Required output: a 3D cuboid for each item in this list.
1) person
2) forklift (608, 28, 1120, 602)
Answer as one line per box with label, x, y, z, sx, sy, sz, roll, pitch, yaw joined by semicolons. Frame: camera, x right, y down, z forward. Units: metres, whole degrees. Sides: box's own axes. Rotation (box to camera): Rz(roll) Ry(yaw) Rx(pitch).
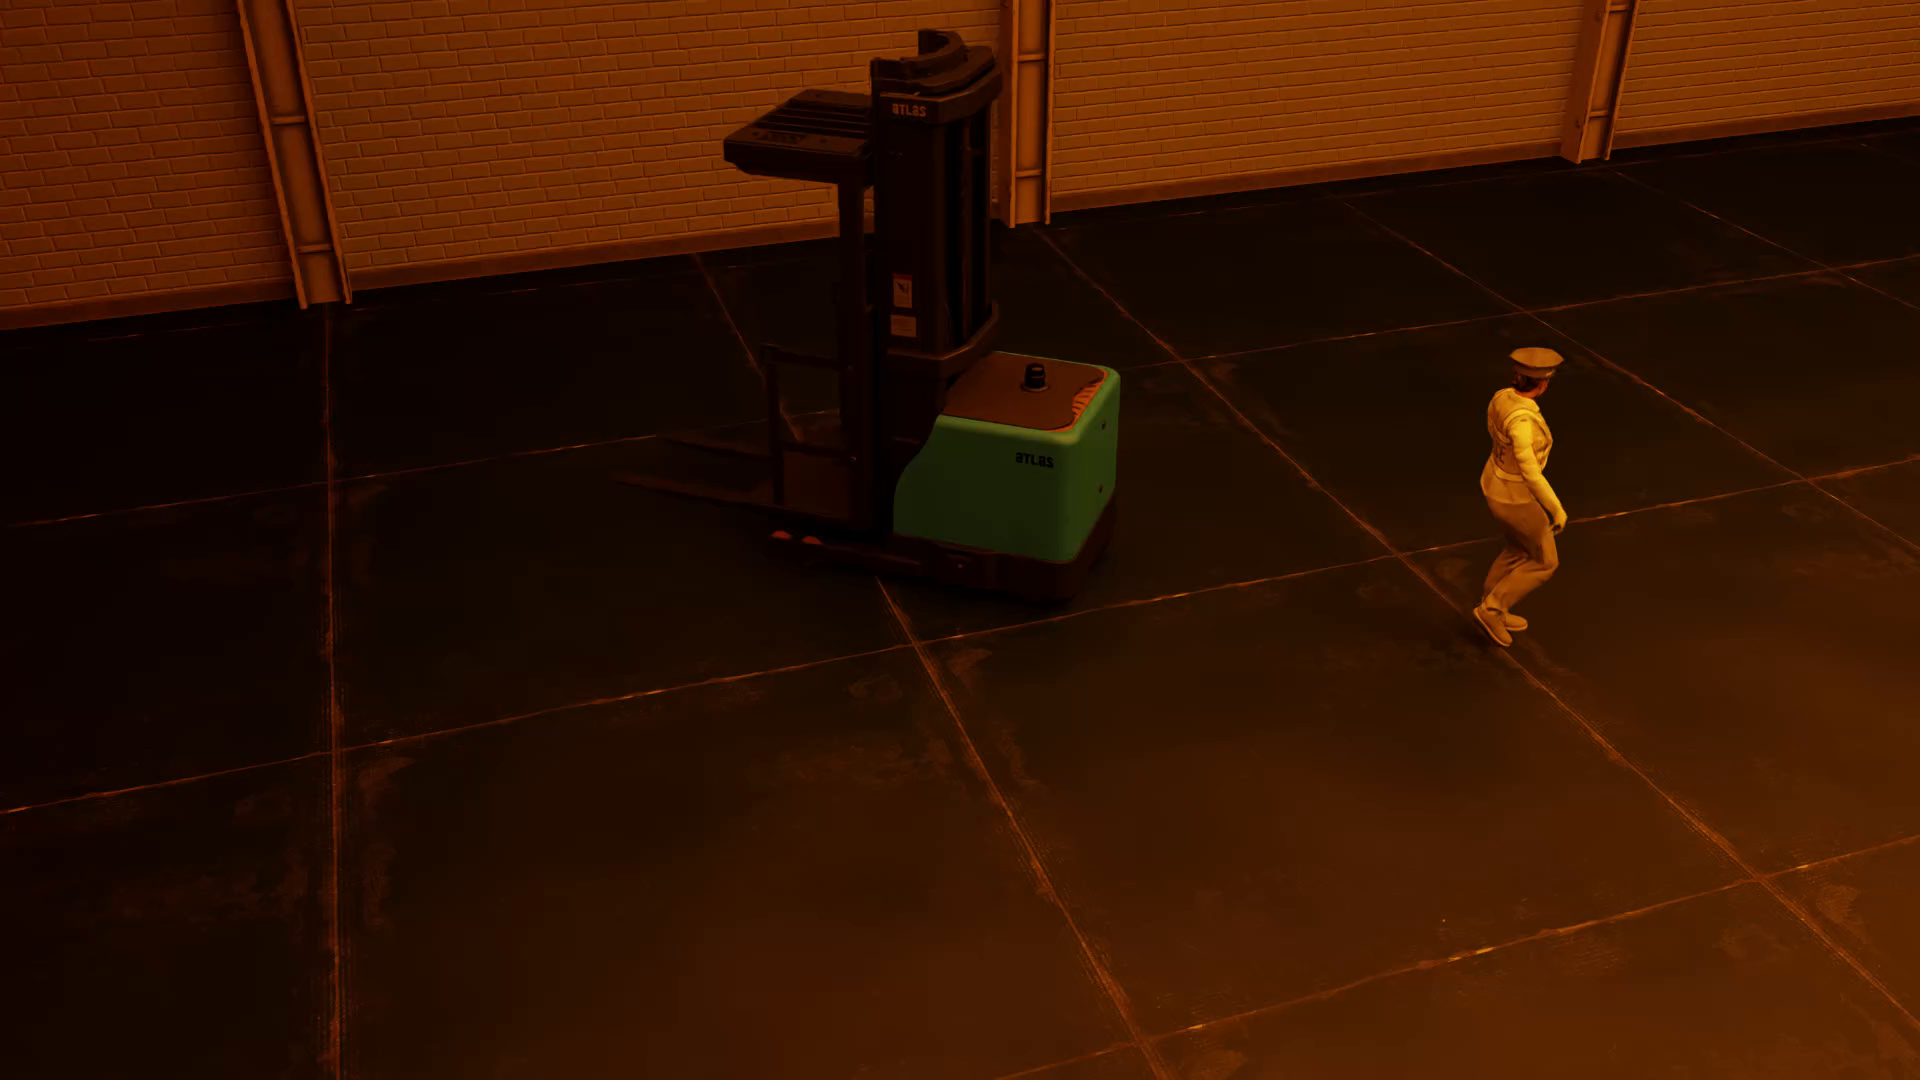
person;2.972;-0.242;8.819;0.430;1.646;0.732;4;30;7
forklift;-0.634;-1.359;9.450;3.031;2.935;1.130;10;31;17
